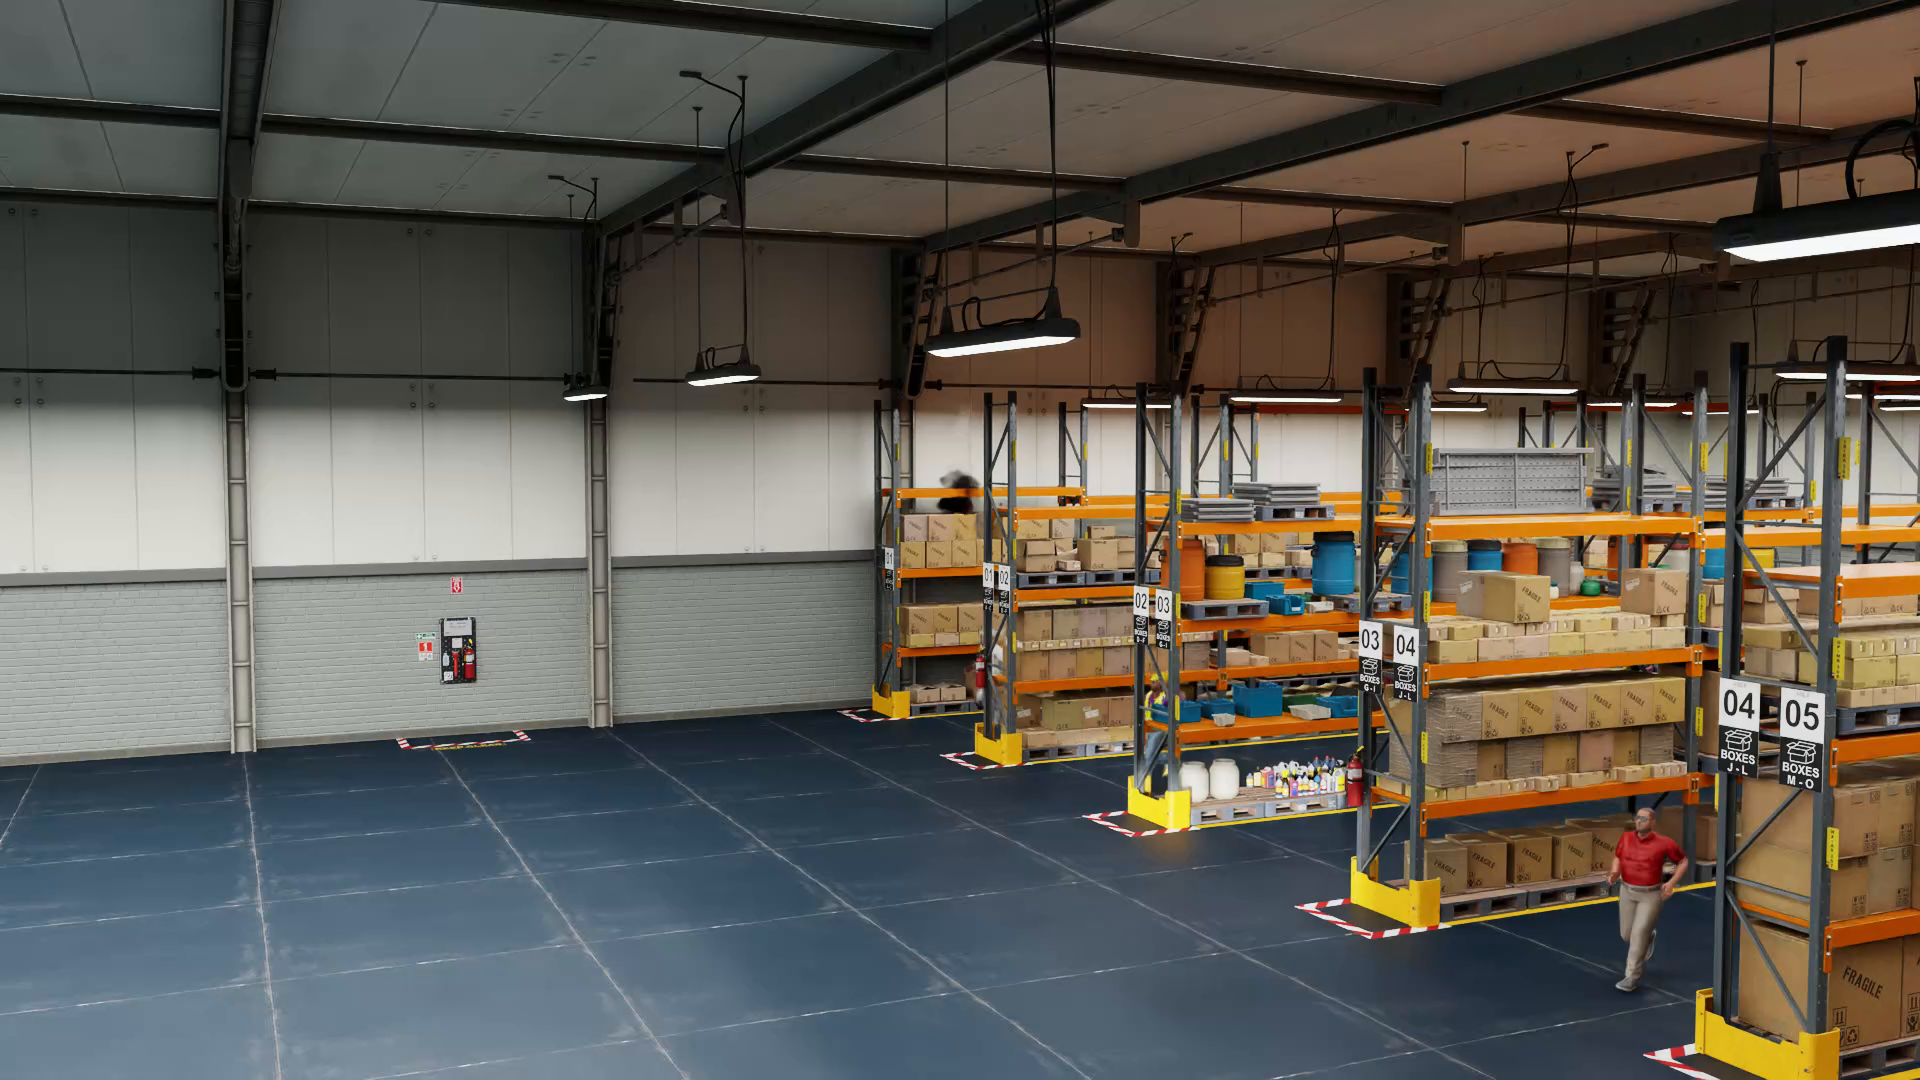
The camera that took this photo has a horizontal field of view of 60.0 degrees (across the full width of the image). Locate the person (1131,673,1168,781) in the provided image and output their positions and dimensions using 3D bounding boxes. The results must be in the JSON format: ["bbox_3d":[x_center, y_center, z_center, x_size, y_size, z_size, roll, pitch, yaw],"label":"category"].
[{"bbox_3d":[2.942,2.857,24.834,0.897,1.736,0.713,-2,4,-36],"label":"person"}]

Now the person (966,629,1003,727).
[{"bbox_3d":[0.451,2.369,28.586,0.614,1.710,0.716,-2,4,-29],"label":"person"}]

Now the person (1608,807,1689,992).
[{"bbox_3d":[6.506,3.401,15.856,0.879,1.693,0.677,-3,4,-42],"label":"person"}]
